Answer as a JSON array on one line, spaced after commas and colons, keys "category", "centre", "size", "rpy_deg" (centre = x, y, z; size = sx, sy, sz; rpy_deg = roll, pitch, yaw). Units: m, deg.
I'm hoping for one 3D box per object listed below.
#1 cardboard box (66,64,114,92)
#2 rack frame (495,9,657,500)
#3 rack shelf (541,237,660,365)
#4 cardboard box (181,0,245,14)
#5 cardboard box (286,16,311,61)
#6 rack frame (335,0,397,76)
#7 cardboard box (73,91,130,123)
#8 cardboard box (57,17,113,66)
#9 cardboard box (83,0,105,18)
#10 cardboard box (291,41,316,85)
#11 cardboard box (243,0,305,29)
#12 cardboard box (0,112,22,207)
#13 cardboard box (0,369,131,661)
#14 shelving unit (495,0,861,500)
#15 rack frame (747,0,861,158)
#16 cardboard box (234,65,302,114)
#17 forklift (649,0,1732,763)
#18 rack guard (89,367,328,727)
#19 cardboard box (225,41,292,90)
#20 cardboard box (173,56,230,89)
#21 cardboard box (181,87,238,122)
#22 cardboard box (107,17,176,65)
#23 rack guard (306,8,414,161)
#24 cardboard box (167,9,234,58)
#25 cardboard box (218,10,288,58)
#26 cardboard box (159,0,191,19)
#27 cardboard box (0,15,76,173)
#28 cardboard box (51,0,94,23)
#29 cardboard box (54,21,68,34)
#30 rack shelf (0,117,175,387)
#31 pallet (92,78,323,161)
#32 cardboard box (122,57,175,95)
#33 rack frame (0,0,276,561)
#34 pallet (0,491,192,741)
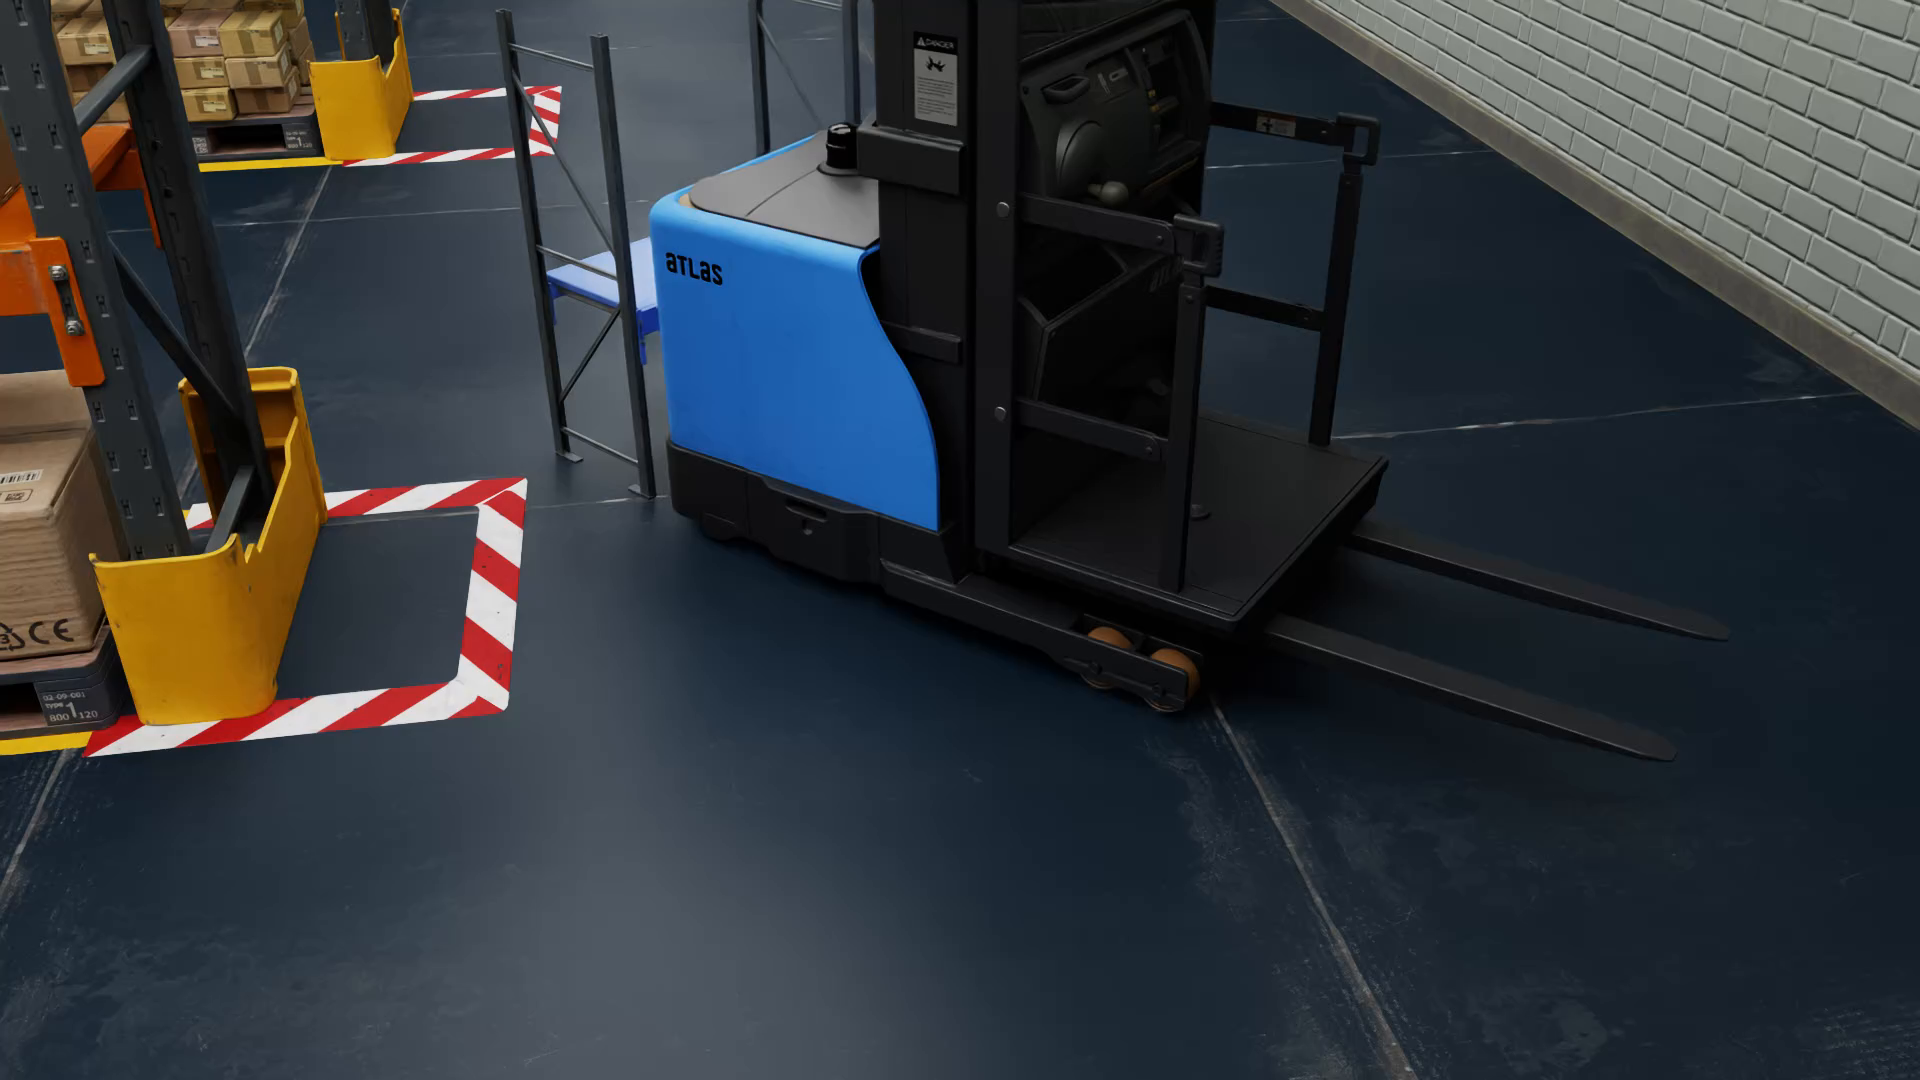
[{"category": "cardboard box", "centre": [-4.399, -2.425, 8.520], "size": [0.250, 0.149, 0.380], "rpy_deg": [-6, 31, -10]}, {"category": "rack frame", "centre": [-1.201, -0.868, 5.246], "size": [0.500, 1.500, 0.032], "rpy_deg": [24, 38, 34]}, {"category": "rack shelf", "centre": [-0.868, -0.907, 5.668], "size": [0.538, 0.185, 1.000], "rpy_deg": [24, 38, 34]}, {"category": "cardboard box", "centre": [-3.964, -2.802, 8.867], "size": [0.250, 0.149, 0.380], "rpy_deg": [-5, 31, -8]}, {"category": "cardboard box", "centre": [-3.700, -2.717, 9.017], "size": [0.250, 0.149, 0.380], "rpy_deg": [-4, 31, -7]}, {"category": "rack frame", "centre": [-3.138, -3.557, 8.340], "size": [0.127, 3.000, 1.000], "rpy_deg": [-5, 31, -9]}, {"category": "cardboard box", "centre": [-4.369, -2.273, 8.554], "size": [0.250, 0.149, 0.380], "rpy_deg": [-5, 31, -8]}, {"category": "cardboard box", "centre": [-4.369, -2.517, 8.383], "size": [0.250, 0.149, 0.380], "rpy_deg": [-7, 31, -11]}, {"category": "cardboard box", "centre": [-4.464, -2.779, 8.828], "size": [0.250, 0.149, 0.380], "rpy_deg": [-7, 31, -11]}, {"category": "cardboard box", "centre": [-3.711, -2.621, 9.146], "size": [0.250, 0.149, 0.380], "rpy_deg": [-5, 31, -8]}, {"category": "cardboard box", "centre": [-3.715, -2.887, 9.012], "size": [0.250, 0.149, 0.380], "rpy_deg": [-7, 31, -11]}, {"category": "cardboard box", "centre": [-2.574, -0.965, 3.833], "size": [0.500, 0.500, 0.500], "rpy_deg": [-5, 31, -9]}, {"category": "cardboard box", "centre": [-2.778, -0.064, 4.514], "size": [0.875, 0.438, 0.875], "rpy_deg": [-6, 31, -11]}, {"category": "shelving unit", "centre": [-0.868, -1.062, 5.577], "size": [0.538, 1.500, 1.048], "rpy_deg": [24, 38, 34]}, {"category": "rack frame", "centre": [-0.535, -1.257, 5.908], "size": [0.500, 1.500, 0.032], "rpy_deg": [24, 38, 34]}, {"category": "cardboard box", "centre": [-3.618, -2.357, 8.697], "size": [0.250, 0.149, 0.380], "rpy_deg": [-5, 31, -8]}, {"category": "forklift", "centre": [0.595, -1.109, 4.245], "size": [3.031, 2.935, 1.130], "rpy_deg": [18, 35, 28]}, {"category": "rack guard", "centre": [-2.123, -0.023, 4.795], "size": [0.348, 0.500, 1.175], "rpy_deg": [-5, 31, -9]}, {"category": "cardboard box", "centre": [-3.606, -2.447, 8.556], "size": [0.250, 0.149, 0.380], "rpy_deg": [-6, 31, -10]}, {"category": "cardboard box", "centre": [-3.873, -2.450, 8.562], "size": [0.250, 0.149, 0.380], "rpy_deg": [-6, 31, -10]}, {"category": "cardboard box", "centre": [-3.853, -2.283, 8.571], "size": [0.250, 0.149, 0.380], "rpy_deg": [-4, 31, -7]}, {"category": "cardboard box", "centre": [-4.102, -2.509, 8.370], "size": [0.250, 0.149, 0.380], "rpy_deg": [-6, 31, -10]}, {"category": "rack guard", "centre": [-3.213, -2.472, 8.961], "size": [0.348, 0.500, 1.175], "rpy_deg": [-5, 31, -9]}, {"category": "cardboard box", "centre": [-3.871, -2.596, 8.518], "size": [0.250, 0.149, 0.380], "rpy_deg": [-5, 31, -8]}, {"category": "cardboard box", "centre": [-3.613, -2.591, 8.508], "size": [0.250, 0.149, 0.380], "rpy_deg": [-5, 31, -8]}, {"category": "cardboard box", "centre": [-4.235, -2.843, 8.936], "size": [0.250, 0.149, 0.380], "rpy_deg": [-5, 31, -9]}, {"category": "cardboard box", "centre": [-2.671, -1.240, 4.302], "size": [0.500, 0.500, 0.500], "rpy_deg": [-6, 31, -9]}, {"category": "cardboard box", "centre": [-4.739, -2.758, 8.793], "size": [0.250, 0.149, 0.380], "rpy_deg": [-4, 31, -7]}, {"category": "cardboard box", "centre": [-4.623, -2.465, 8.294], "size": [0.250, 0.149, 0.380], "rpy_deg": [-4, 31, -7]}, {"category": "rack shelf", "centre": [-4.114, -0.605, 4.030], "size": [4.000, 0.370, 1.077], "rpy_deg": [-5, 31, -9]}, {"category": "pallet", "centre": [-4.018, -2.291, 8.938], "size": [1.213, 0.211, 1.003], "rpy_deg": [-5, 31, -9]}, {"category": "cardboard box", "centre": [-4.117, -2.398, 8.474], "size": [0.250, 0.149, 0.380], "rpy_deg": [-7, 31, -11]}, {"category": "rack frame", "centre": [-2.147, -1.098, 4.158], "size": [0.127, 3.000, 1.000], "rpy_deg": [-5, 31, -9]}, {"category": "pallet", "centre": [-2.919, 0.216, 4.674], "size": [1.213, 0.211, 1.003], "rpy_deg": [-5, 31, -9]}]
